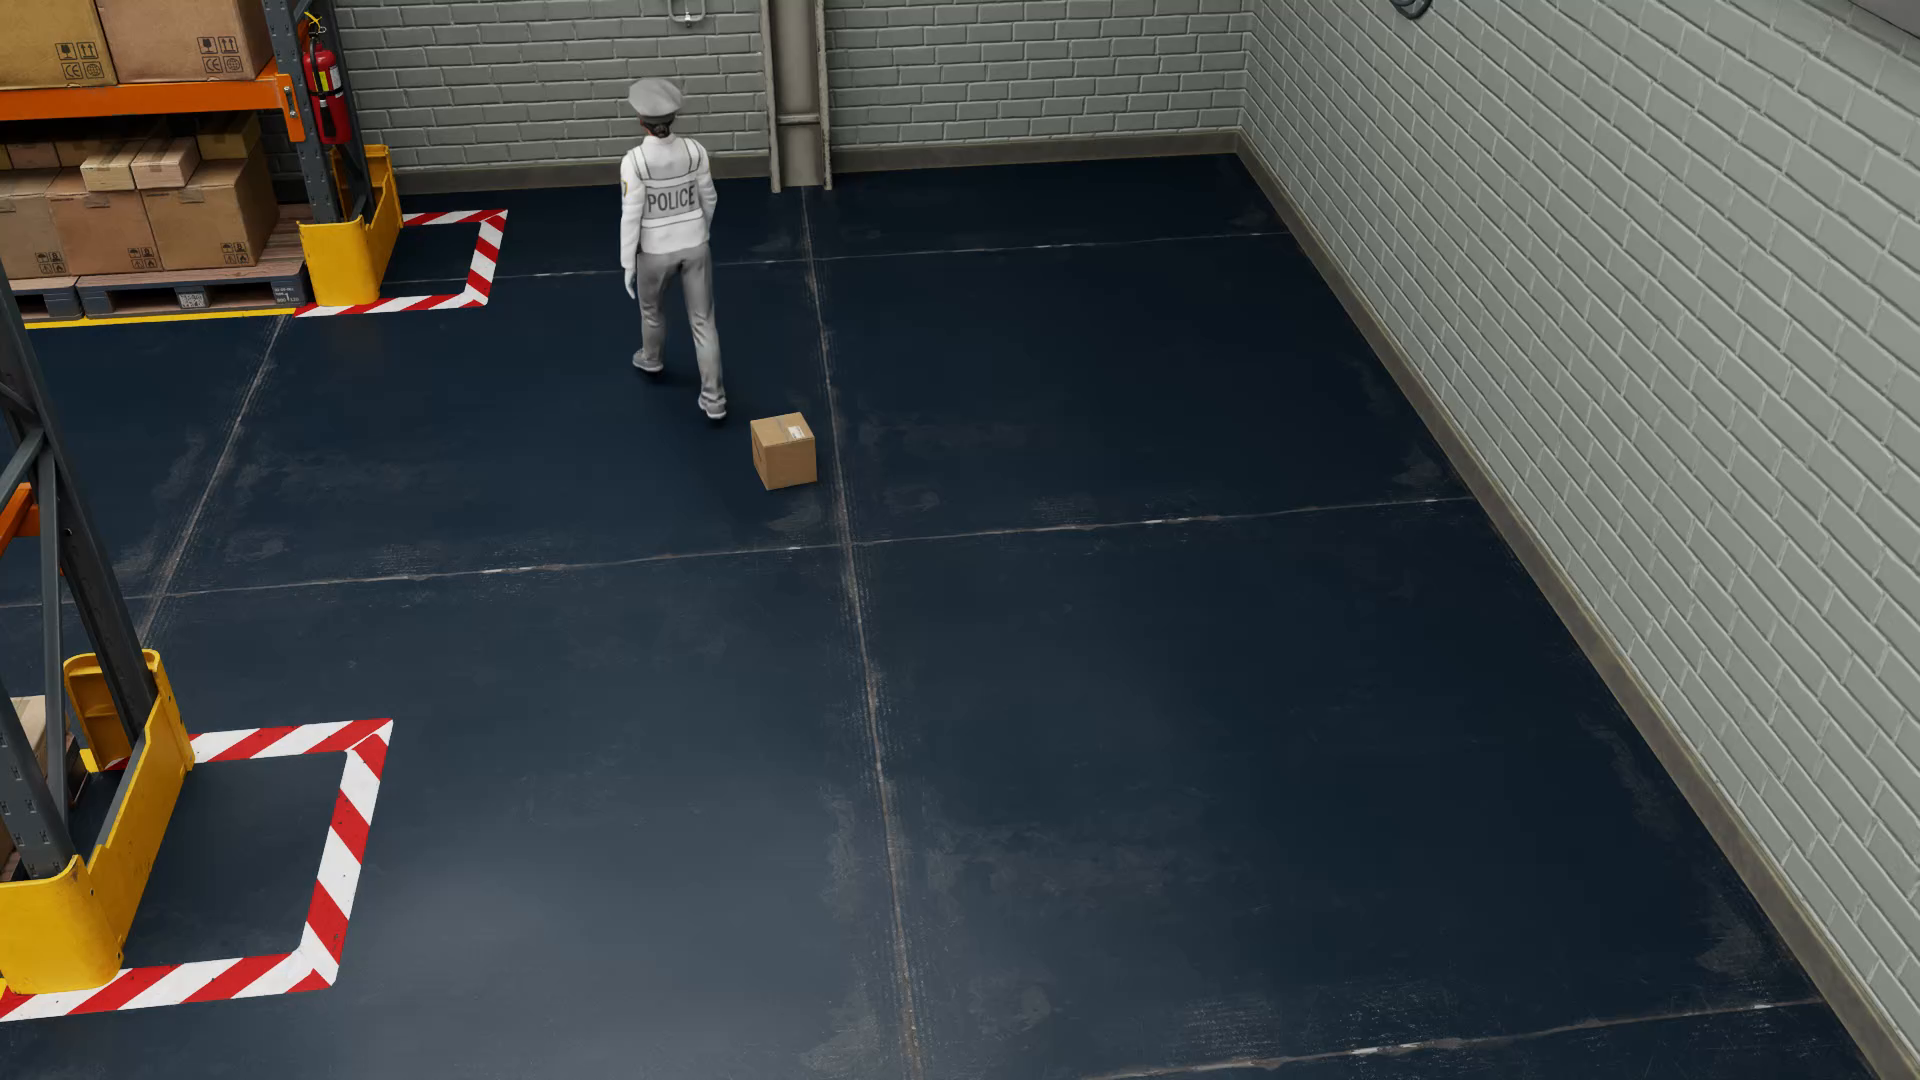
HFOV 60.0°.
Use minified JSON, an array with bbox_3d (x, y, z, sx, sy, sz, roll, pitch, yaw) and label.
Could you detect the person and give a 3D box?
[{"bbox_3d":[-1.443,-1.464,8.207,0.540,1.663,0.901,-14,37,-19],"label":"person"}]
